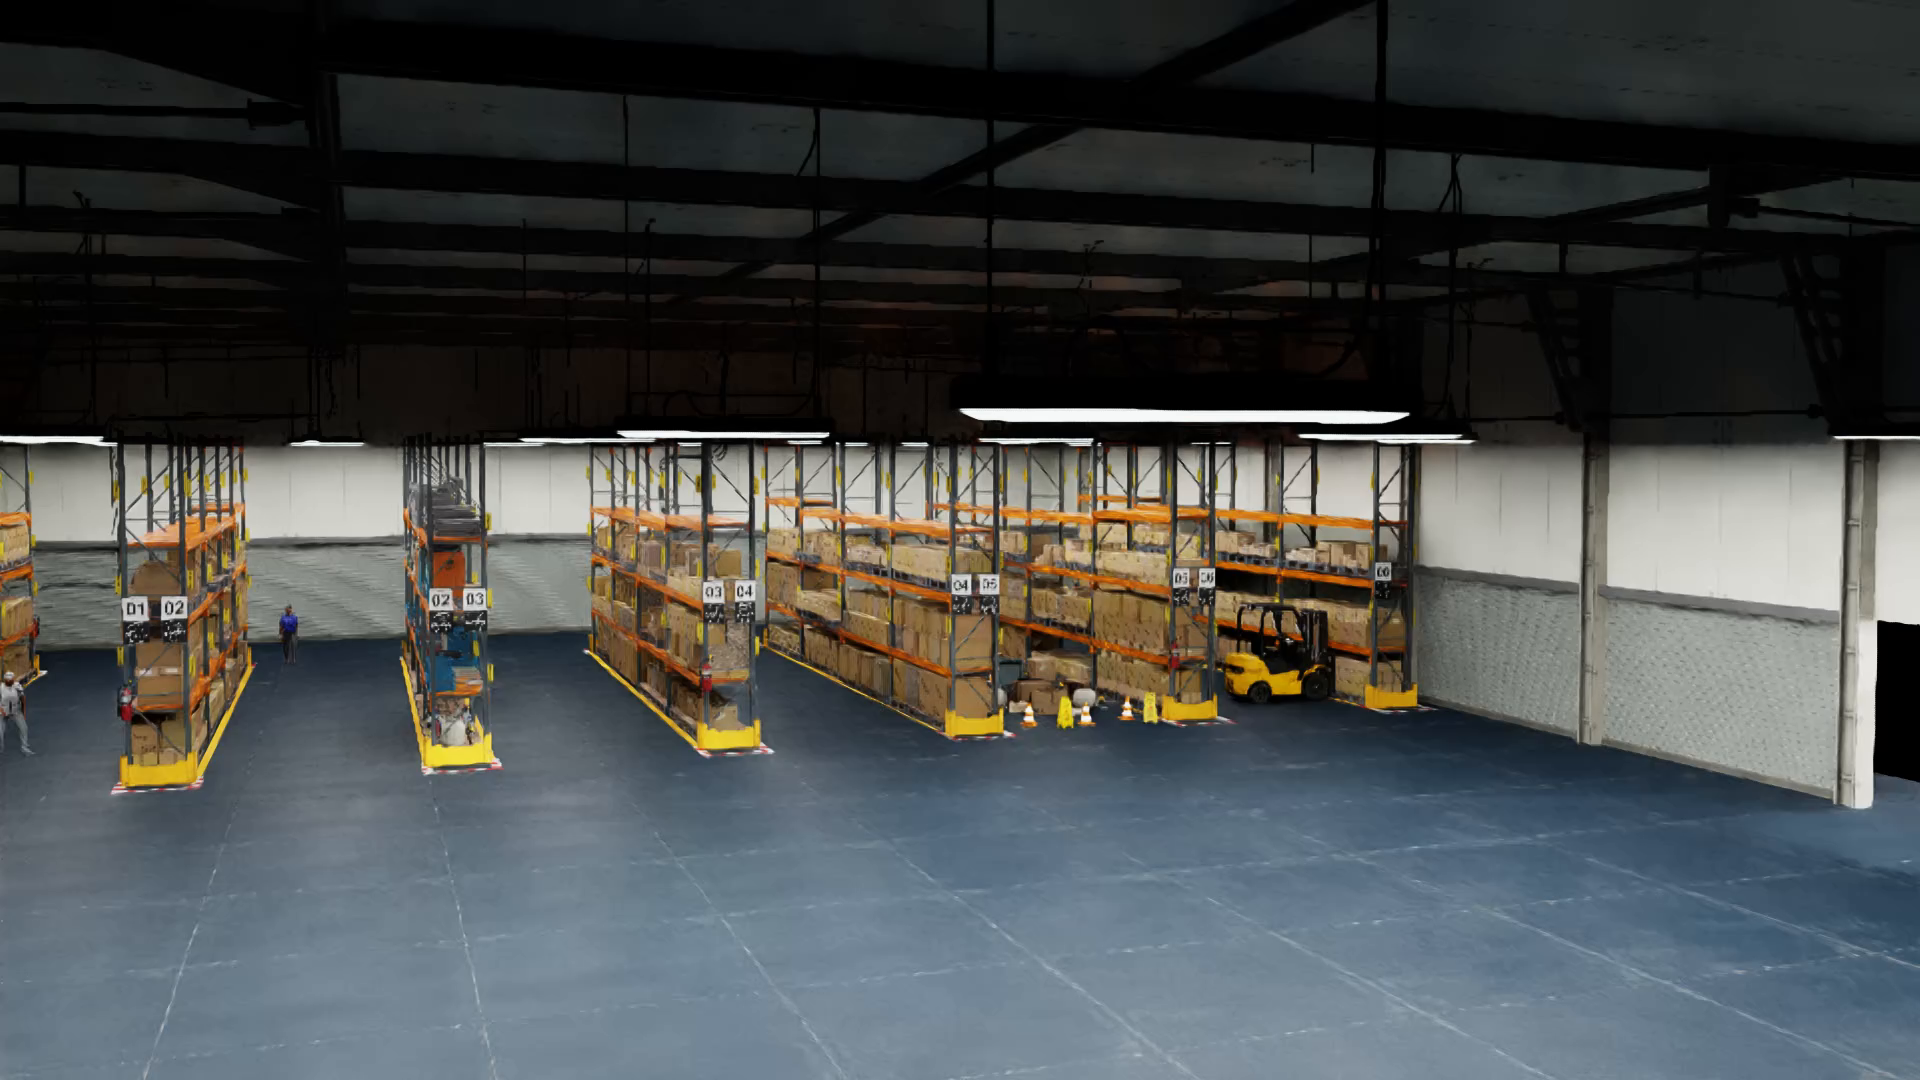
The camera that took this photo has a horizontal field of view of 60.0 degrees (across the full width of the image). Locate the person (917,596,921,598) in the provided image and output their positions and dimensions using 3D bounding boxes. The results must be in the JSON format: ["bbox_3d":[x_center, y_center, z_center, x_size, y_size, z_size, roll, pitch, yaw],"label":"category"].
[{"bbox_3d":[-1.100,2.374,44.215,0.572,1.769,0.618,0,3,7],"label":"person"}]

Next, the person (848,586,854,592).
[{"bbox_3d":[-3.048,2.196,47.335,0.640,1.784,0.504,3,4,40],"label":"person"}]

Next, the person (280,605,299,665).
[{"bbox_3d":[-17.676,2.489,43.813,0.450,1.572,1.089,-1,3,-23],"label":"person"}]

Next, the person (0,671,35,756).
[{"bbox_3d":[-17.637,3.203,30.890,0.655,1.594,0.824,-2,4,-37],"label":"person"}]
